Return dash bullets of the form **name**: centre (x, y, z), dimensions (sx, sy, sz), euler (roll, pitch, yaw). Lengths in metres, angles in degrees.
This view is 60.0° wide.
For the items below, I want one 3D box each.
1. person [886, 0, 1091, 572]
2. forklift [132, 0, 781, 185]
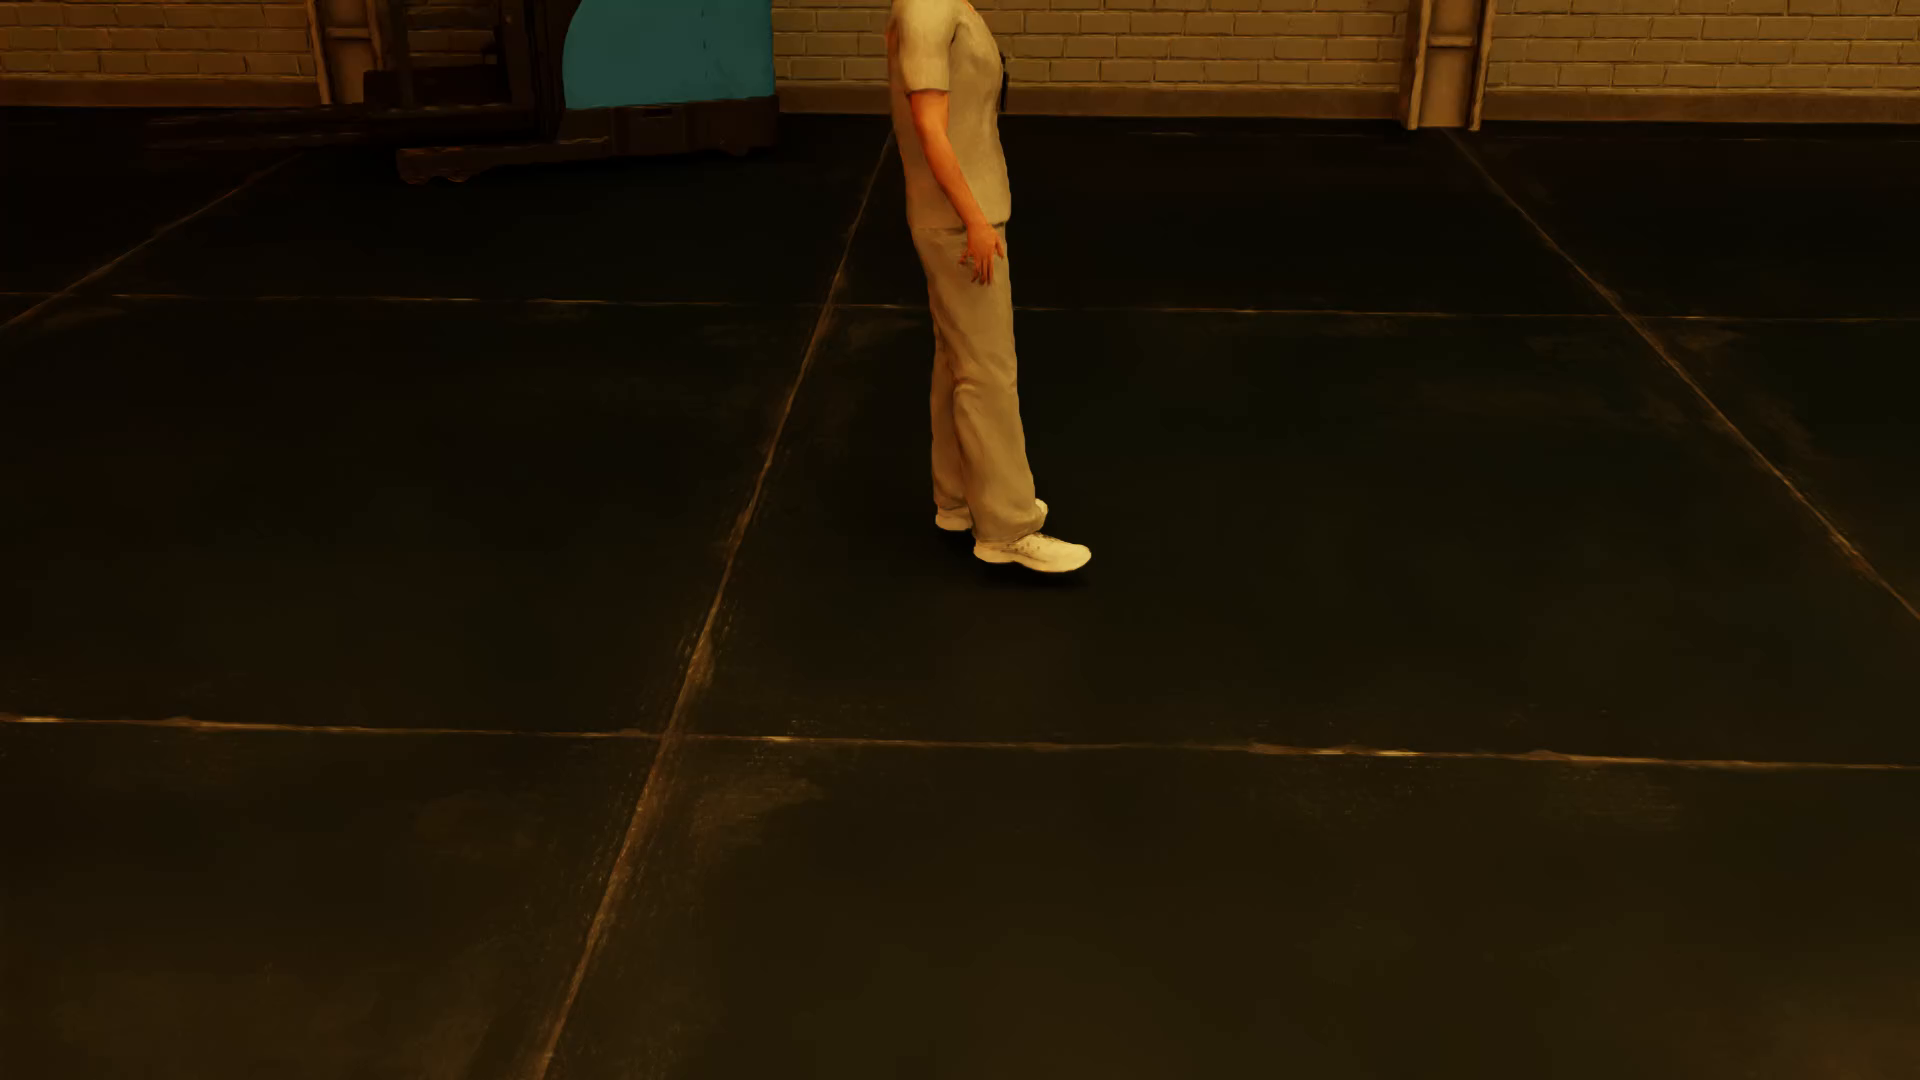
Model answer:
- **person**: centre (0.072, -0.786, 4.115), dimensions (0.549, 1.673, 0.550), euler (1, 26, 2)
- **forklift**: centre (-2.492, -3.275, 7.849), dimensions (3.031, 2.935, 1.130), euler (-8, 27, -16)
